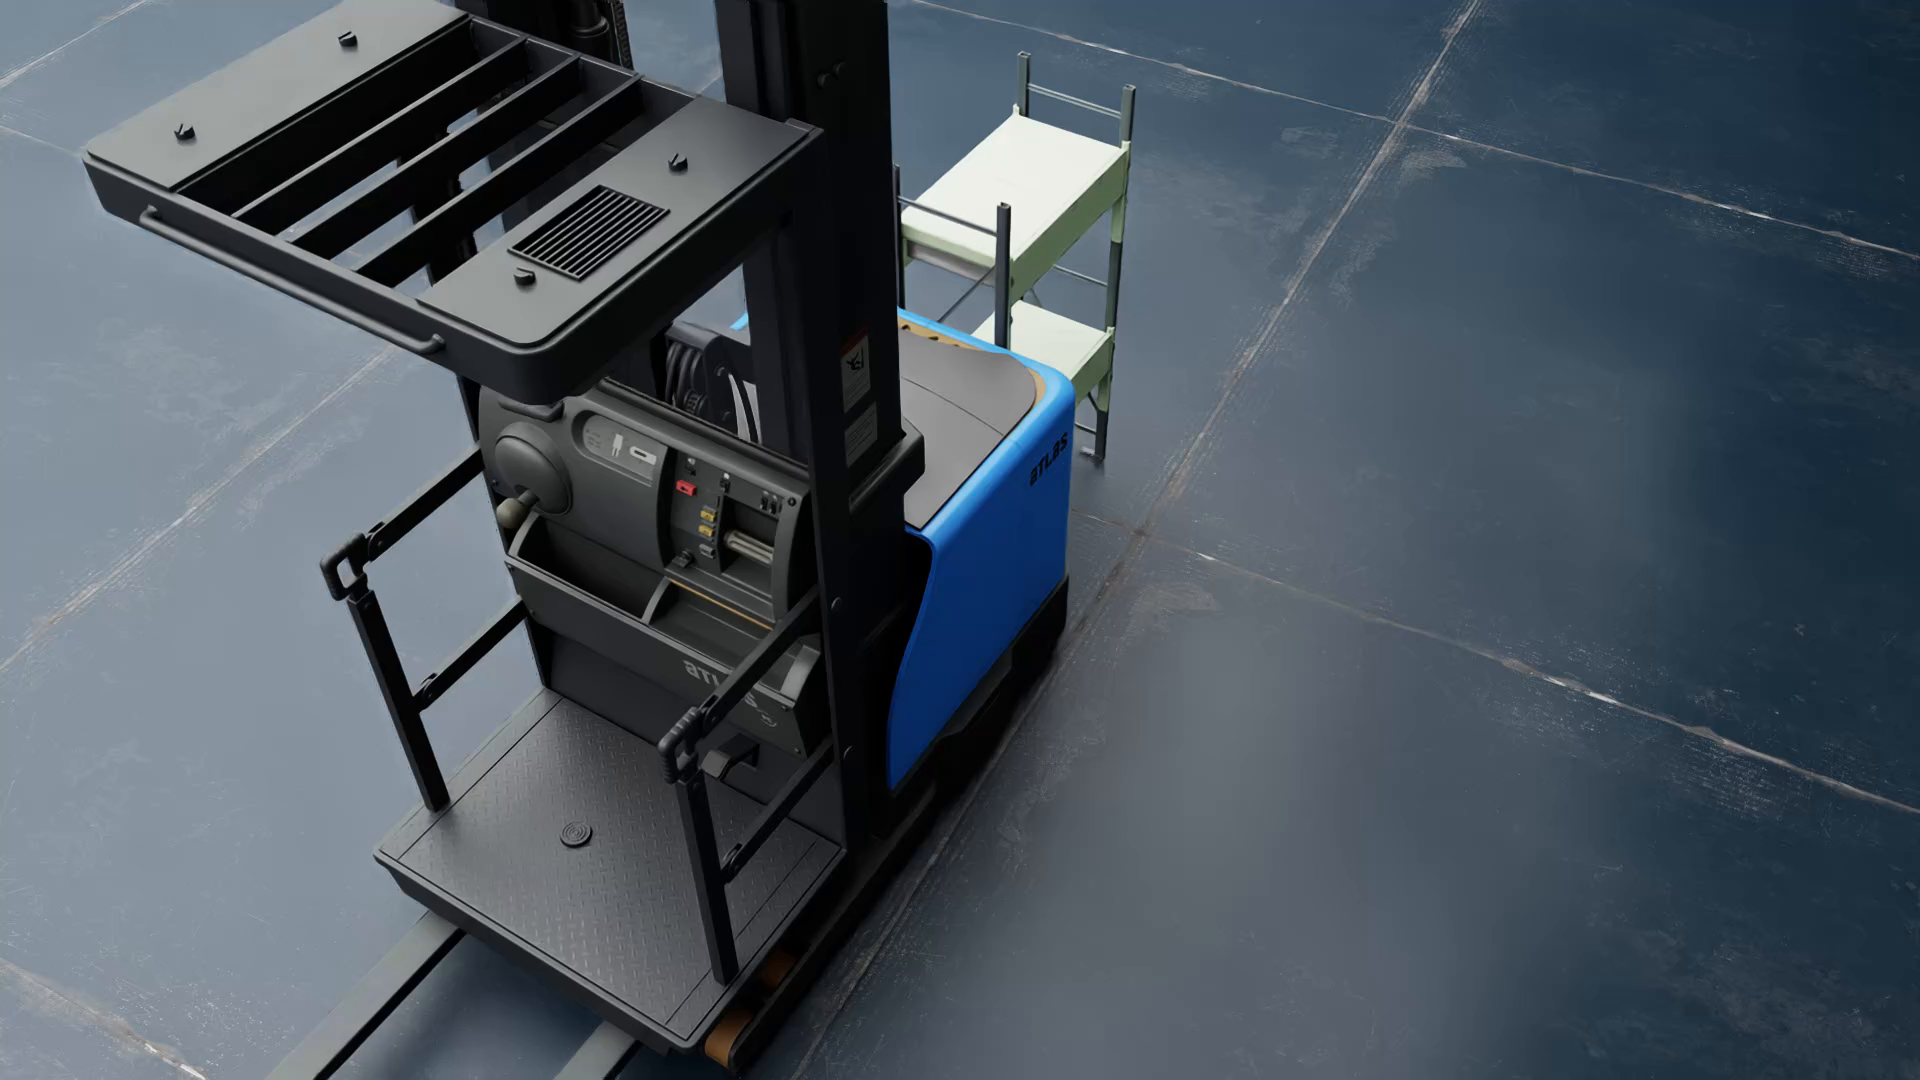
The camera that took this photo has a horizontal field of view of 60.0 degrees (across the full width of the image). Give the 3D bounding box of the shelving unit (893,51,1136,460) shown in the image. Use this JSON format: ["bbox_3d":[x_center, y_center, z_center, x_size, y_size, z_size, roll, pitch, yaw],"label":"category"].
[{"bbox_3d":[0.159,-0.679,5.366,0.431,1.500,0.755,24,50,22],"label":"shelving unit"}]

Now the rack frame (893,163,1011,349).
[{"bbox_3d":[-0.035,-0.458,5.148,0.400,1.500,0.023,24,50,22],"label":"rack frame"}]

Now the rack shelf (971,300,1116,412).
[{"bbox_3d":[0.159,-0.449,5.598,0.431,0.370,0.720,24,50,22],"label":"rack shelf"}]

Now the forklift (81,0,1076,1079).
[{"bbox_3d":[-0.863,-0.033,3.721,1.130,2.935,3.031,24,50,22],"label":"forklift"}]

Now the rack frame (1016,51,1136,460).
[{"bbox_3d":[0.353,-0.899,5.584,0.400,1.500,0.023,24,50,22],"label":"rack frame"}]

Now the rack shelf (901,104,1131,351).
[{"bbox_3d":[0.159,-0.953,5.089,0.431,0.370,0.720,24,50,22],"label":"rack shelf"}]
